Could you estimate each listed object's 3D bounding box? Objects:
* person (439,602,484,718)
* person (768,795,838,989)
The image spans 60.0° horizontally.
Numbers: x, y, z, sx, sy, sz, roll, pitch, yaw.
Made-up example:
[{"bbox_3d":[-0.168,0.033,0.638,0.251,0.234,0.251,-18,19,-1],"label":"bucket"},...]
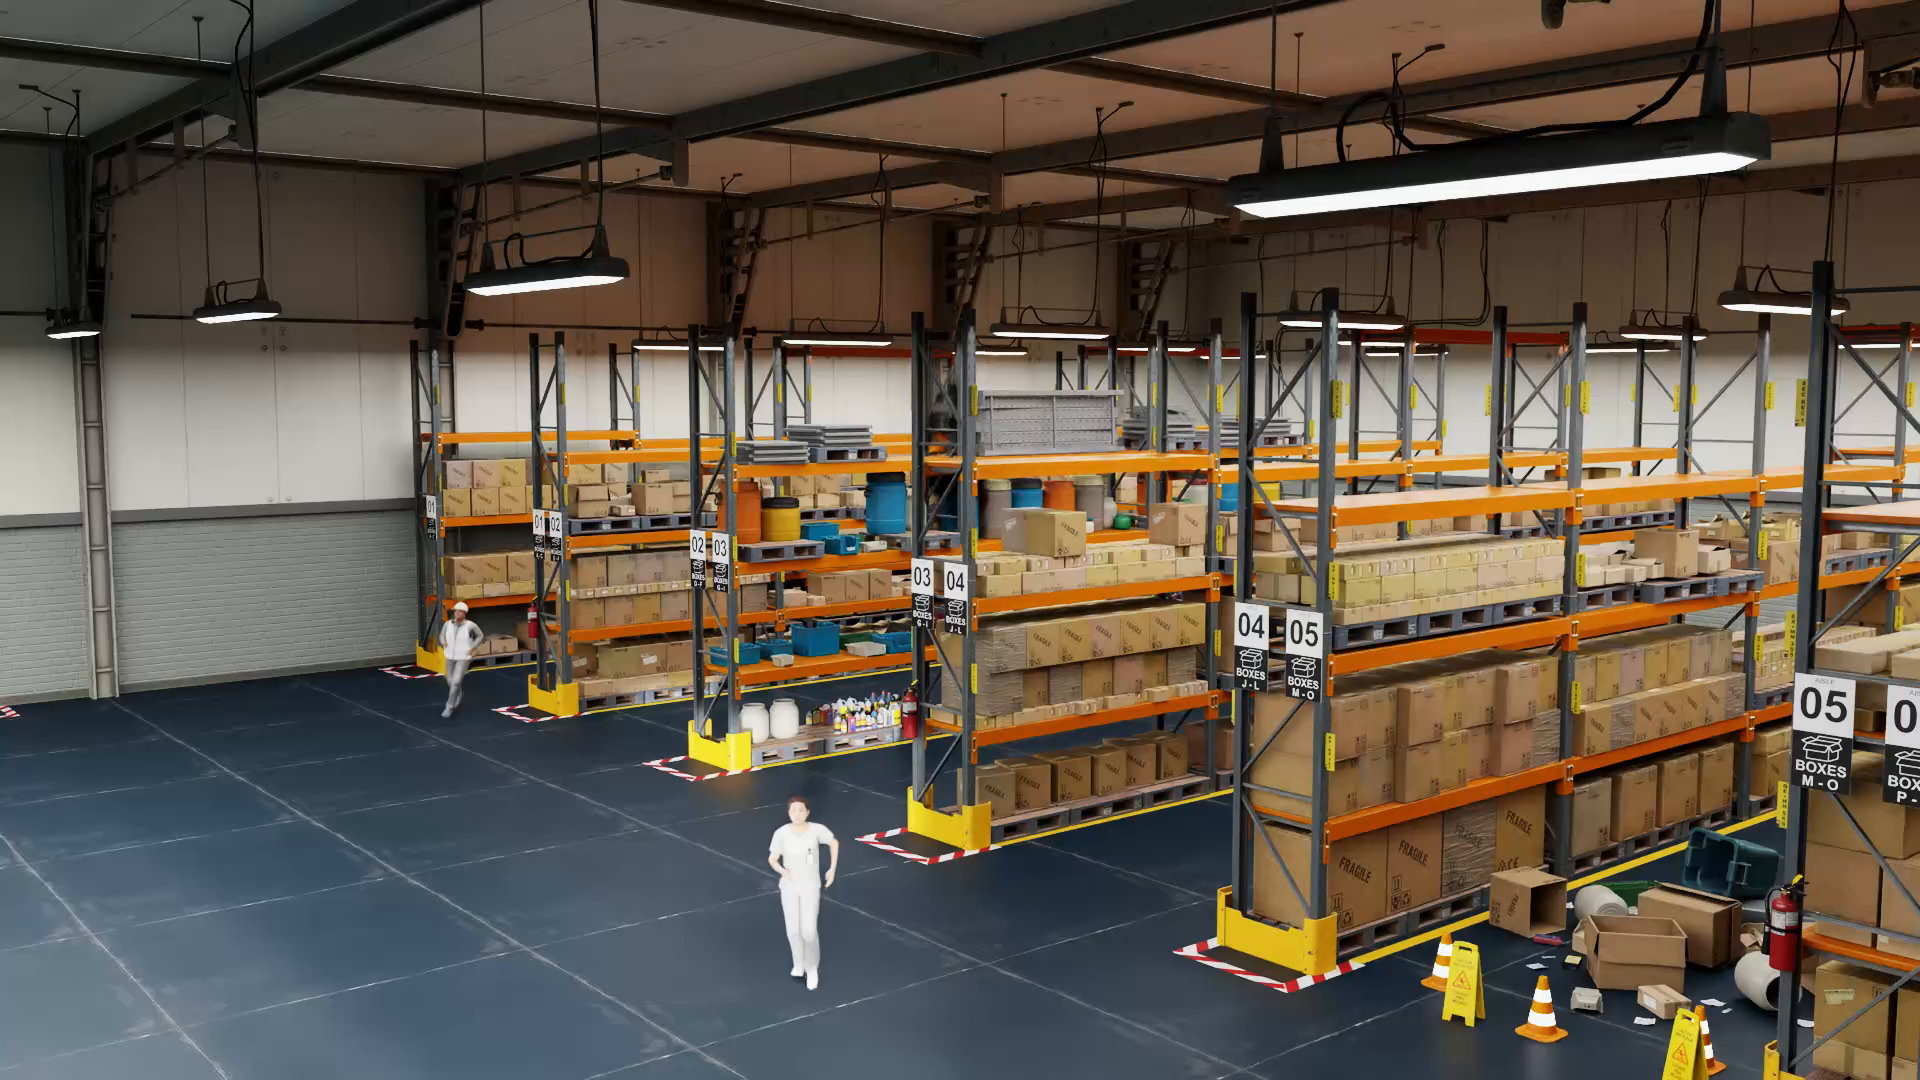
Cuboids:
[{"bbox_3d":[-7.884,1.857,26.227,0.678,1.772,0.887,1,5,6],"label":"person"},{"bbox_3d":[-1.351,3.027,14.289,0.578,1.693,0.683,0,5,1],"label":"person"}]
